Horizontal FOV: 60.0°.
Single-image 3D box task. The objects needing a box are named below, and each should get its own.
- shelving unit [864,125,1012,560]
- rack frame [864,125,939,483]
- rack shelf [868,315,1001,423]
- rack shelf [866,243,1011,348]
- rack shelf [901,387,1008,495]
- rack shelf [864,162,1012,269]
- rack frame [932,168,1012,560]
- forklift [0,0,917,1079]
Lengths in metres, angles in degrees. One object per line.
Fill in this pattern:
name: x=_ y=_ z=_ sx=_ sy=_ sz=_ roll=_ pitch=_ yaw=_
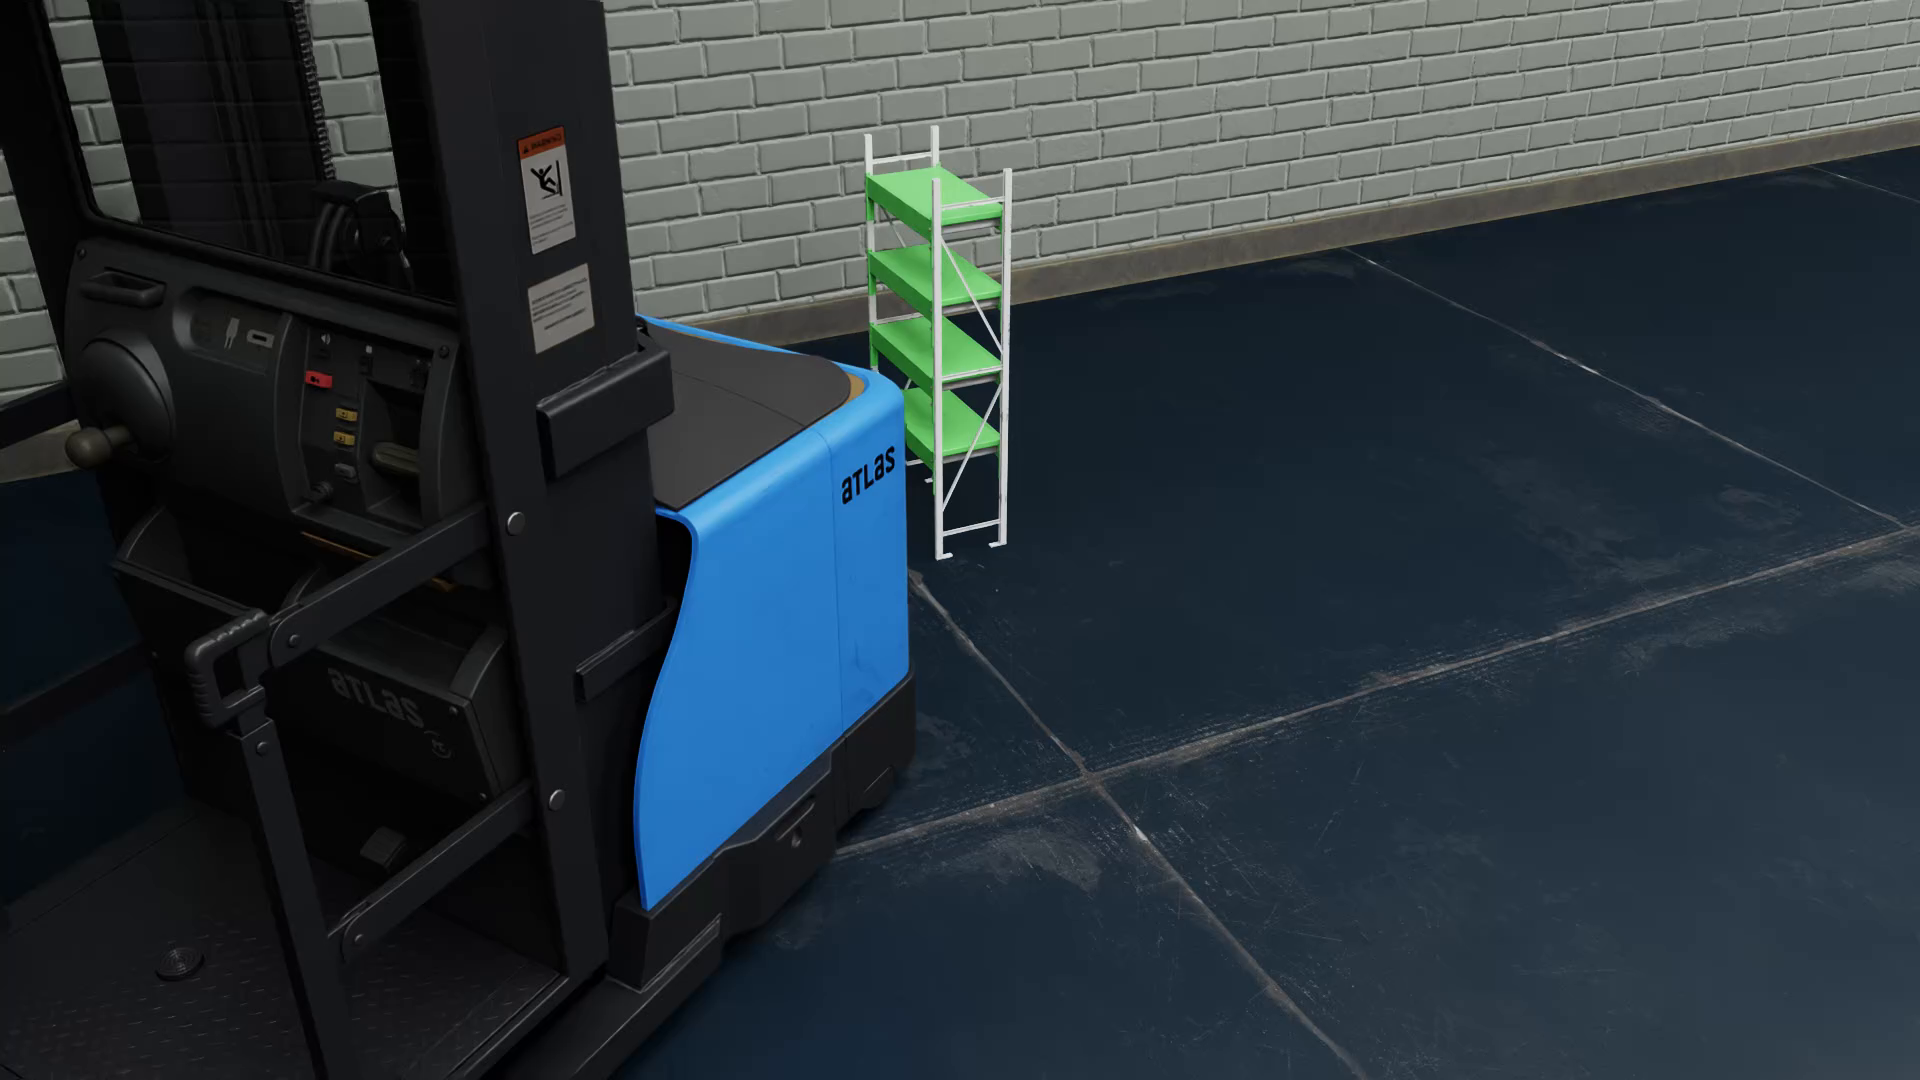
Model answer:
shelving unit: x=-0.071 y=-0.596 z=5.087 sx=0.258 sy=1.200 sz=0.503 roll=-13 pitch=32 yaw=-22
rack frame: x=-0.176 y=-0.704 z=5.279 sx=0.240 sy=1.200 sz=0.015 roll=-13 pitch=32 yaw=-22
rack shelf: x=-0.071 y=-0.541 z=5.118 sx=0.258 sy=0.148 sz=0.480 roll=-13 pitch=32 yaw=-22
rack shelf: x=-0.071 y=-0.750 z=5.001 sx=0.258 sy=0.148 sz=0.480 roll=-13 pitch=32 yaw=-22
rack shelf: x=-0.071 y=-0.331 z=5.236 sx=0.258 sy=0.148 sz=0.480 roll=-13 pitch=32 yaw=-22
rack shelf: x=-0.071 y=-0.959 z=4.883 sx=0.258 sy=0.148 sz=0.480 roll=-13 pitch=32 yaw=-22
rack frame: x=0.034 y=-0.489 z=4.895 sx=0.240 sy=1.200 sz=0.015 roll=-13 pitch=32 yaw=-22
forklift: x=-1.289 y=-0.205 z=2.619 sx=1.130 sy=2.935 sz=3.031 roll=16 pitch=33 yaw=26
